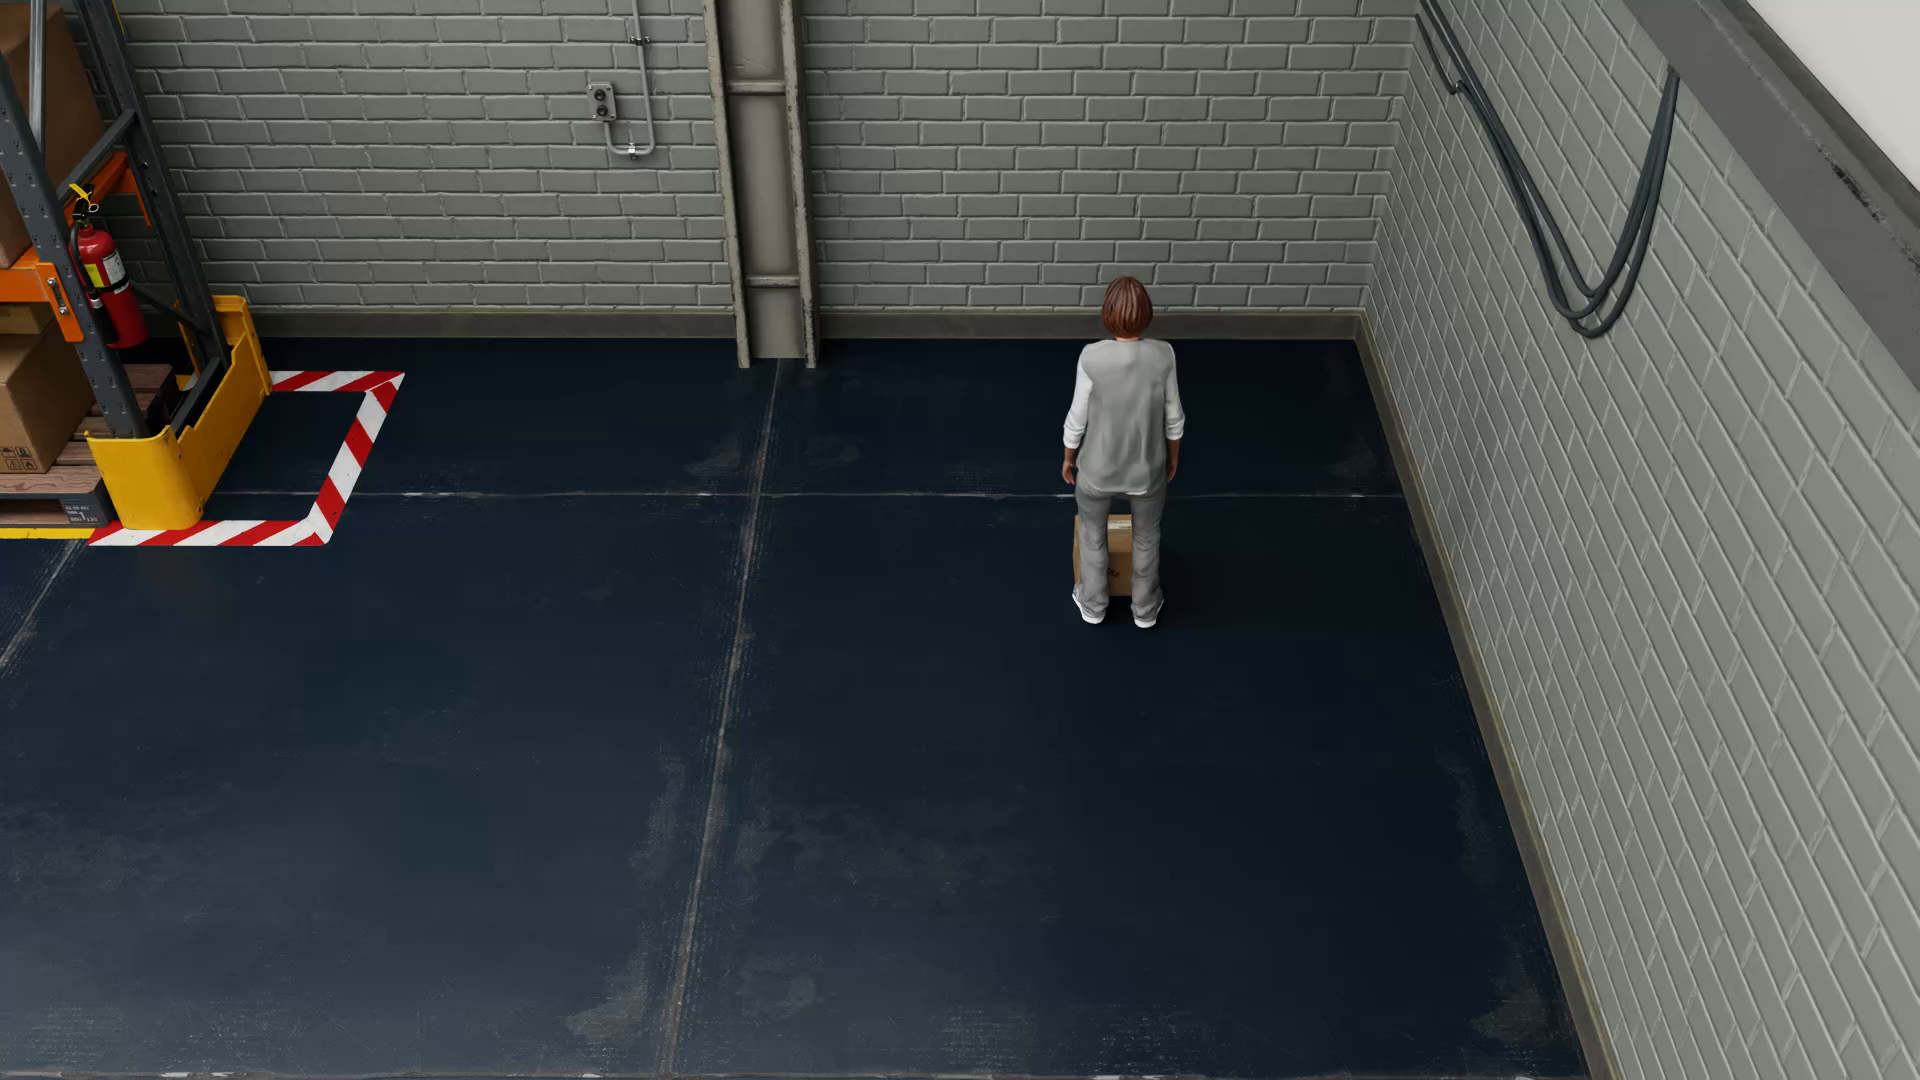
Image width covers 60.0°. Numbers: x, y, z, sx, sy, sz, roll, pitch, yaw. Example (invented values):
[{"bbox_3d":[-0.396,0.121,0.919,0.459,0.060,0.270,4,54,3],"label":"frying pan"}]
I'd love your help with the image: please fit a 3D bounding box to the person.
[{"bbox_3d":[0.632,-0.299,6.520,0.471,1.591,0.366,-1,40,-1],"label":"person"}]
